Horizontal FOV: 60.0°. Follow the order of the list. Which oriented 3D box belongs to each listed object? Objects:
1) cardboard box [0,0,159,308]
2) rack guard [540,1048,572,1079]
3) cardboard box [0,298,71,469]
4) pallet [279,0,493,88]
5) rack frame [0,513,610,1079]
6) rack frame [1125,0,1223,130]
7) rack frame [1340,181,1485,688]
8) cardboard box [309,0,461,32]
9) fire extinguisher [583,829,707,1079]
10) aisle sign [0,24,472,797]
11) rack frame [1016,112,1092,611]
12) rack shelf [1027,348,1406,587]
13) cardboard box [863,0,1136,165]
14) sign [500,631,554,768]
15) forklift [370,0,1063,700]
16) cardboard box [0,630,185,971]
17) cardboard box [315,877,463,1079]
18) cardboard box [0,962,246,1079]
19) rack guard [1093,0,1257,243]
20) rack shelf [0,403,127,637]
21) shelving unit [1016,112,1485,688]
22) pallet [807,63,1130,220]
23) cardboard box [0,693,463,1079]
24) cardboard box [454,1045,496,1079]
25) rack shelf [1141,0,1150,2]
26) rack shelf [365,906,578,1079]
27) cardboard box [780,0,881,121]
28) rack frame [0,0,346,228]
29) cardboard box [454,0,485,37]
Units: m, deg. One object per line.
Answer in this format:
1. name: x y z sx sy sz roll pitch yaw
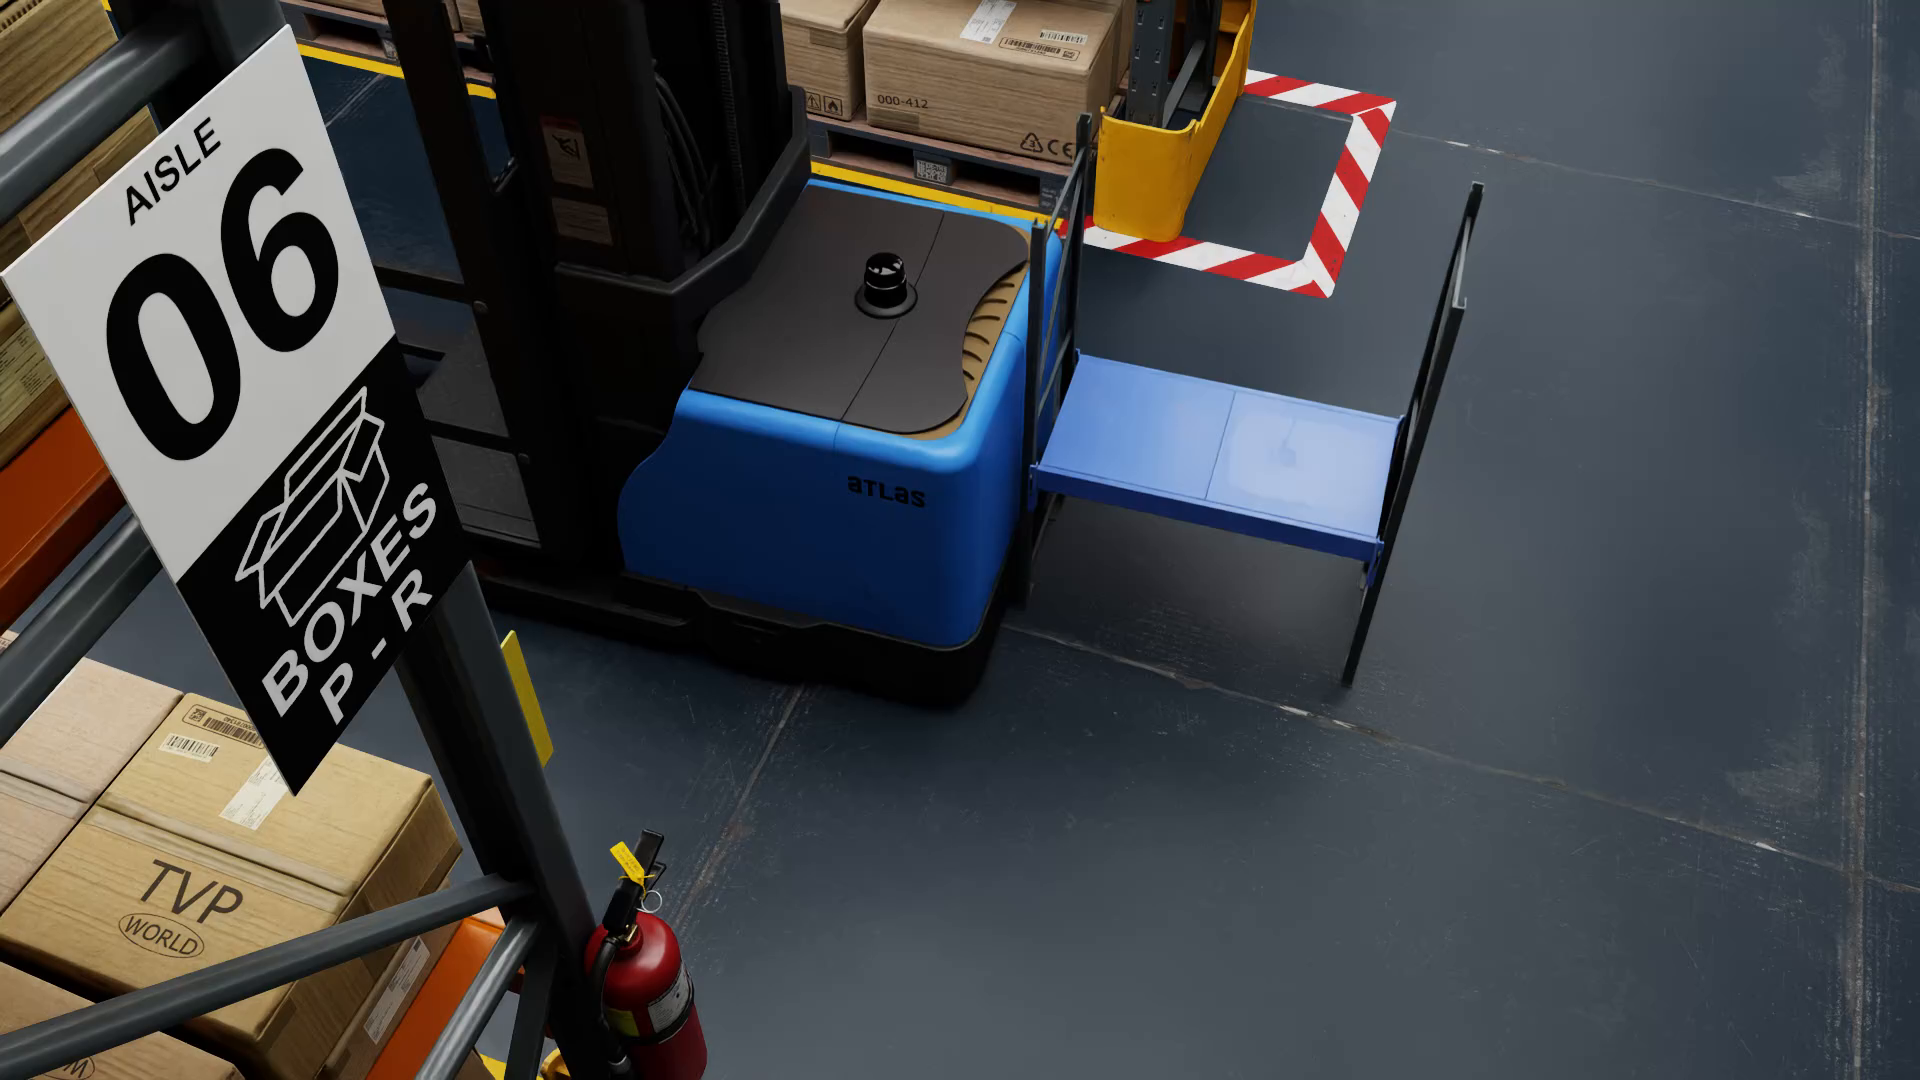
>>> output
1. cardboard box: -1.199 -0.396 1.668 0.500 0.250 0.500 15 51 13
2. rack guard: -0.949 1.744 3.550 0.348 0.500 1.175 16 51 13
3. cardboard box: -1.096 -0.204 1.765 0.250 0.149 0.380 17 51 14
4. pallet: -2.227 -2.454 7.380 1.213 0.211 1.003 16 51 13
5. rack frame: -0.878 0.945 2.589 0.127 3.000 1.000 16 51 13
6. rack frame: 0.839 -2.575 5.639 0.127 3.000 1.000 16 51 13
7. rack frame: 1.235 -0.230 4.599 0.032 1.500 0.500 13 50 11
8. cardboard box: -2.362 -2.680 7.148 0.875 0.438 0.875 15 51 13
9. fire extinguisher: -0.580 0.803 3.009 0.183 0.674 0.296 16 51 13
10. aisle sign: -0.712 -0.097 1.771 0.004 0.787 0.394 16 51 13
11. rack frame: 0.262 -0.453 4.793 0.032 1.500 0.500 13 50 11
12. rack shelf: 0.748 -0.224 4.832 1.000 0.185 0.538 13 50 11
13. cardboard box: 0.185 -1.975 6.537 0.875 0.438 0.875 14 51 12
14. sign: -0.690 0.277 2.595 0.005 0.325 0.100 16 51 13
15. forklift: -1.268 -1.134 4.436 3.031 2.935 1.130 13 50 11
16. cardboard box: -1.683 0.455 2.916 0.500 0.250 0.500 16 51 14
17. cardboard box: -1.091 0.747 2.927 0.250 0.149 0.380 15 51 13
18. cardboard box: -1.401 0.964 2.474 0.500 0.250 0.500 17 51 14
19. rack guard: 0.861 -1.750 6.578 0.348 0.500 1.175 16 51 13
20. rack shelf: -2.754 -0.326 2.181 4.000 0.370 1.077 16 51 13
21. shelving unit: 0.748 -0.342 4.696 1.048 1.500 0.538 13 50 11
22. pallet: 0.062 -1.815 6.826 1.213 0.211 1.003 16 51 13
23. cardboard box: -1.210 0.587 2.801 0.500 0.250 0.500 16 51 13
24. cardboard box: -1.419 1.398 3.570 0.637 0.503 0.797 14 51 12
25. rack shelf: -1.037 -2.863 6.365 4.000 0.370 1.077 16 51 13
26. rack shelf: -2.754 0.657 3.314 4.000 0.370 1.077 16 51 13
27. cardboard box: -0.676 -2.209 6.739 0.875 0.438 0.875 17 51 14
28. rack frame: -0.878 -1.020 0.322 0.127 3.000 1.000 16 51 13
29. cardboard box: -1.522 -2.446 6.945 0.875 0.438 0.875 14 51 12
